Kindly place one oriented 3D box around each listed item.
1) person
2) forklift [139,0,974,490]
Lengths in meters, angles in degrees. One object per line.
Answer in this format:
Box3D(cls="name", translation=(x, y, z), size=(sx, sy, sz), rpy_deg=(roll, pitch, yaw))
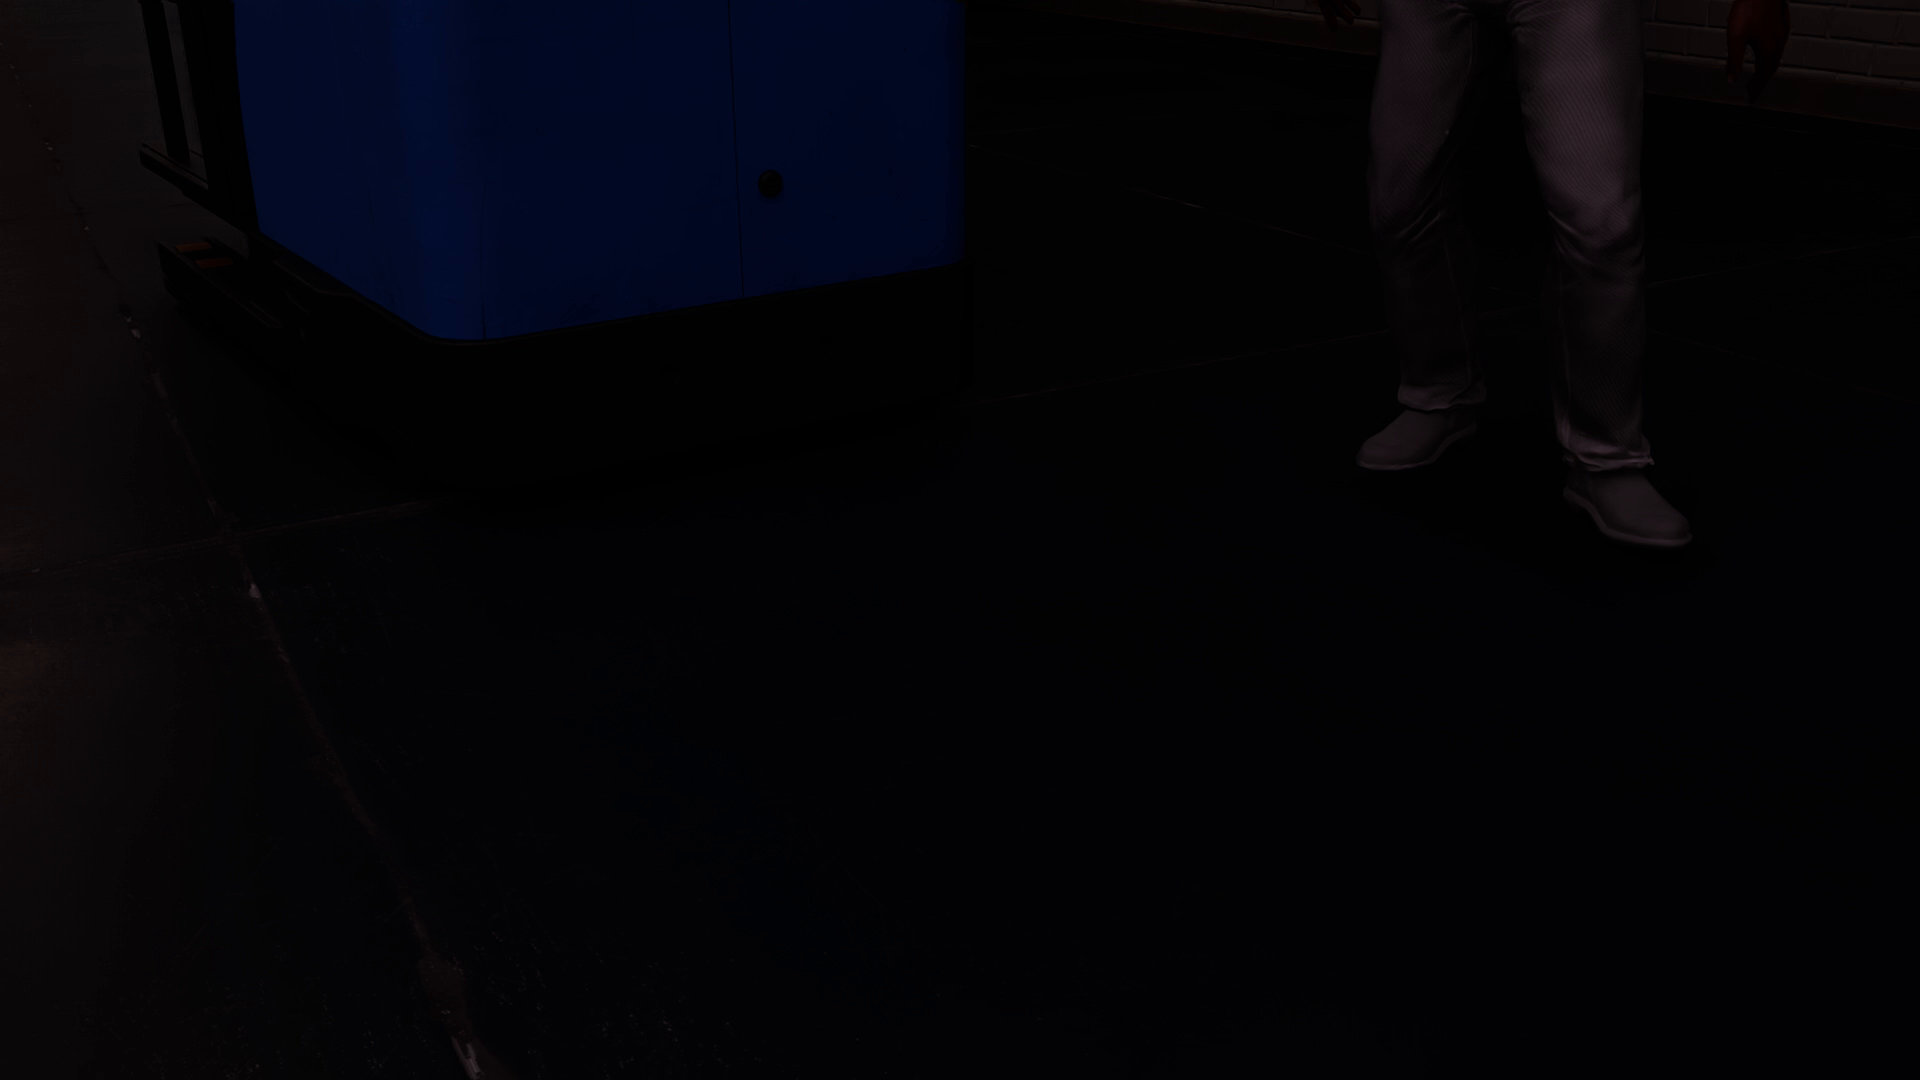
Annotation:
Box3D(cls="person", translation=(0.867, -0.896, 2.576), size=(0.473, 1.733, 0.897), rpy_deg=(-19, 29, -38))
Box3D(cls="forklift", translation=(-1.246, -1.934, 3.487), size=(1.130, 2.935, 3.031), rpy_deg=(-15, 27, -33))
